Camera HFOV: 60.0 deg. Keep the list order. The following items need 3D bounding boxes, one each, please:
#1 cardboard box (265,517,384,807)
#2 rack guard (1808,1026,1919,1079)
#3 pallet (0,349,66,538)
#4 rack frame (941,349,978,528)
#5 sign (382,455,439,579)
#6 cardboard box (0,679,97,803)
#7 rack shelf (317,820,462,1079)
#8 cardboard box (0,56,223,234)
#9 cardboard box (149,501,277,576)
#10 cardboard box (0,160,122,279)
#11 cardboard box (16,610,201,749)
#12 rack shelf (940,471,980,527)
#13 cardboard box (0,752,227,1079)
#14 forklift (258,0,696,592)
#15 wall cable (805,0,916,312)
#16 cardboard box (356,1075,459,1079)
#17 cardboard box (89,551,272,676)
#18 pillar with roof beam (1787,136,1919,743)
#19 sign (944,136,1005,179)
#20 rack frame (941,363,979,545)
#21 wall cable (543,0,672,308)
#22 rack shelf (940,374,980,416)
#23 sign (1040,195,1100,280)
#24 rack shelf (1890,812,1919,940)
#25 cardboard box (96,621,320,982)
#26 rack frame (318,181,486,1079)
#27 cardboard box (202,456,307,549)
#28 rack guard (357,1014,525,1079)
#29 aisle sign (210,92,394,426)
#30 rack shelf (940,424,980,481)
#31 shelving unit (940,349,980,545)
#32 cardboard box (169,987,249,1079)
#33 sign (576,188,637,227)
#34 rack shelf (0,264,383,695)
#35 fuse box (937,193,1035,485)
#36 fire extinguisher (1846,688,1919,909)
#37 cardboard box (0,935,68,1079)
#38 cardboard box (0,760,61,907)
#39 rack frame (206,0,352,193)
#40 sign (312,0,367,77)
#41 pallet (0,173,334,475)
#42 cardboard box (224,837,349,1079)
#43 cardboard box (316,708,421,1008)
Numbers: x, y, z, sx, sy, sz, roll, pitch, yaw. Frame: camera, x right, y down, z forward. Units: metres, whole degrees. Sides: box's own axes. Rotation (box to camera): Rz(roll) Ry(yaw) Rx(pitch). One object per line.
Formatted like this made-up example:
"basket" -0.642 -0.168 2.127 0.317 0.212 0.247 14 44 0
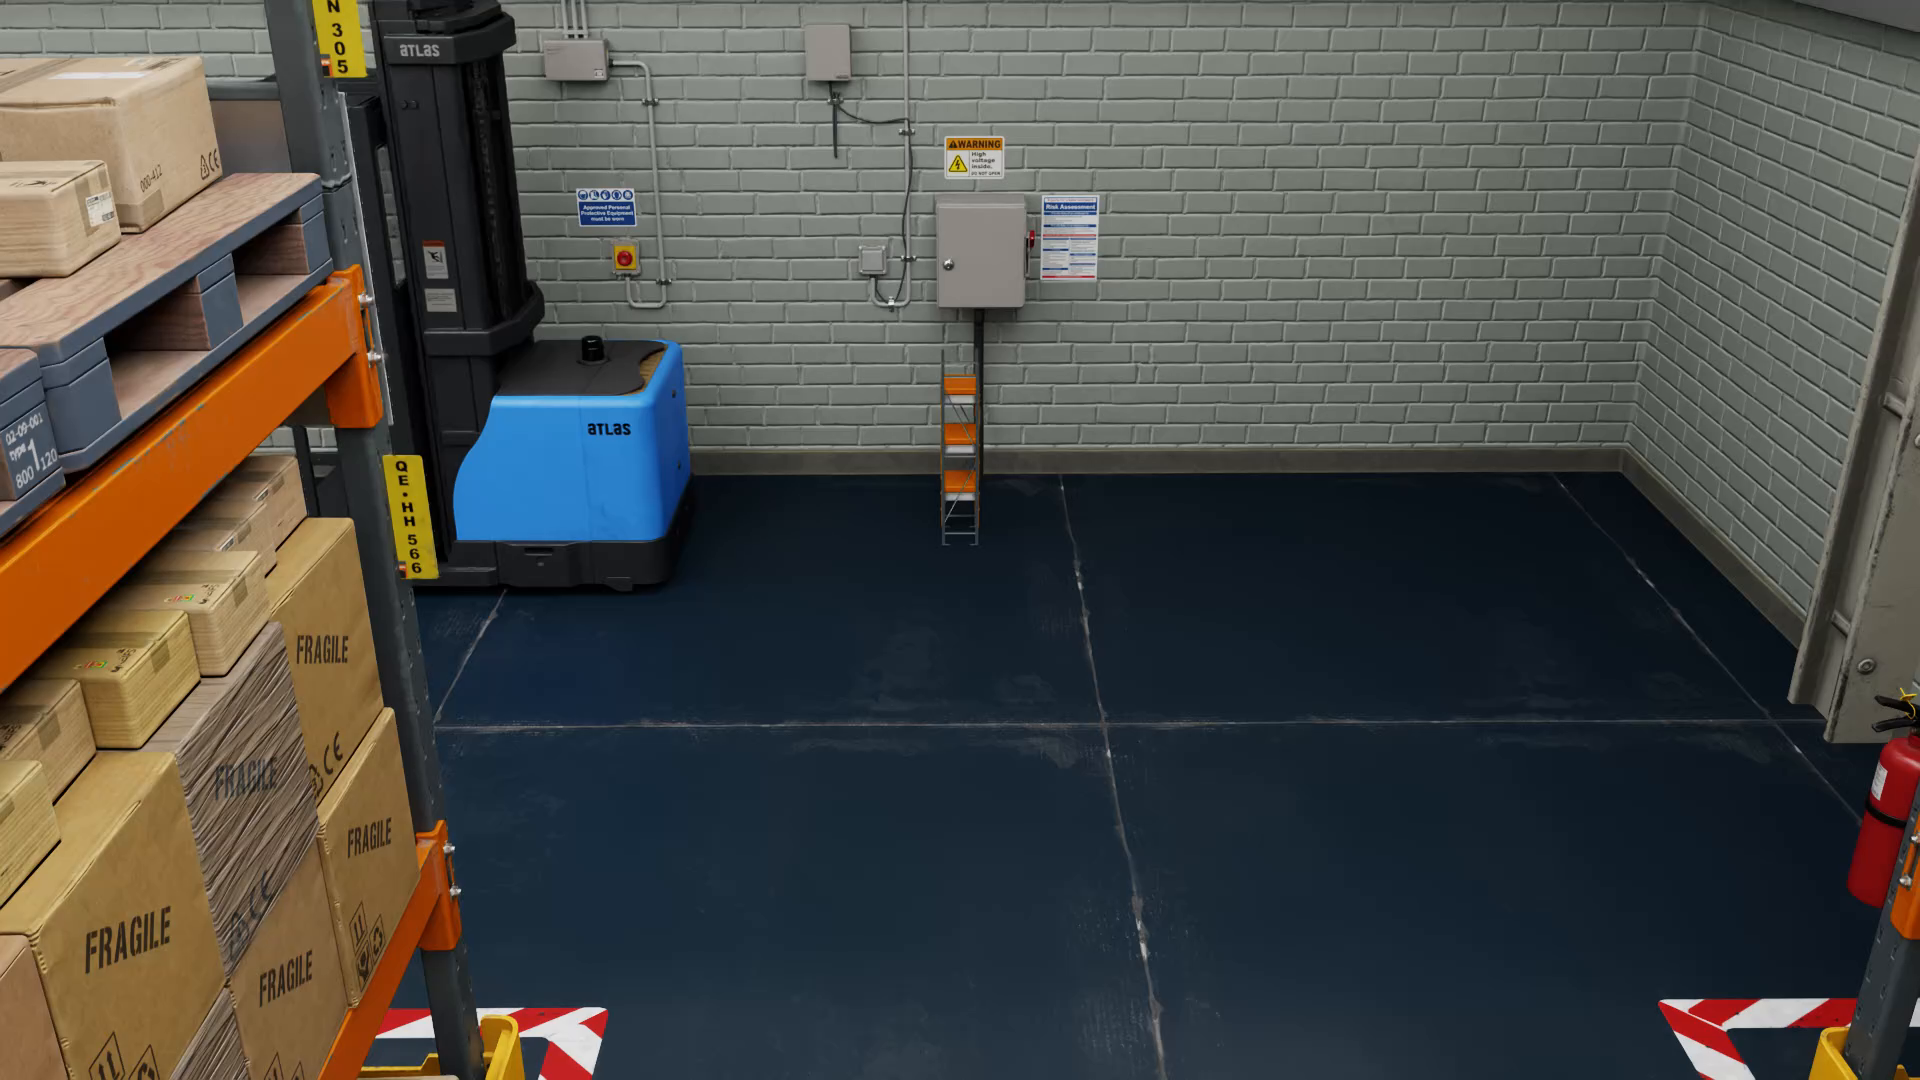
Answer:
"cardboard box" -1.635 0.275 3.667 0.500 0.500 0.500 1 24 1
"rack guard" 3.086 1.725 4.829 1.175 0.500 0.348 0 24 -1
"pallet" -1.844 0.062 1.941 1.003 0.211 1.213 0 24 -1
"rack frame" -0.002 -0.551 9.194 0.200 1.050 0.008 0 24 -1
"sign" -1.336 -0.054 4.036 0.100 0.325 0.005 0 24 -1
"cardboard box" -1.667 0.351 2.711 0.380 0.149 0.250 0 24 -1
"rack shelf" -1.857 1.731 2.657 1.077 0.370 4.000 0 24 -1
"cardboard box" -1.784 -0.772 3.227 0.500 0.250 0.500 -2 24 -5
"cardboard box" -1.648 0.033 3.414 0.380 0.149 0.250 0 24 0
"cardboard box" -1.699 -0.553 2.867 0.380 0.149 0.250 -2 24 -5
"cardboard box" -1.599 0.243 2.950 0.380 0.149 0.250 0 24 1
"rack shelf" -0.001 -0.238 9.201 0.215 0.259 0.240 0 24 -1
"cardboard box" -1.598 0.694 2.741 0.500 0.500 0.500 0 24 -1
"forklift" -3.016 -1.262 8.483 3.031 2.935 1.130 0 24 0
"wall cable" -0.545 -2.219 9.283 0.588 1.984 0.122 0 24 -1
"cardboard box" -1.771 1.826 4.172 0.875 0.438 0.875 -1 24 -2
"cardboard box" -1.561 0.139 3.180 0.380 0.149 0.250 0 24 -1
"pillar with roof beam" -0.348 -3.274 5.570 9.100 9.000 0.400 0 24 -1
"sign" 0.081 -2.155 9.374 0.339 0.242 0.001 0 24 -1
"rack frame" 0.001 -0.450 8.971 0.200 1.050 0.008 0 24 -1
"wall cable" -1.964 -2.222 9.252 0.585 1.953 0.123 0 24 -1
"rack shelf" -0.001 -0.749 8.970 0.215 0.259 0.240 0 24 -1
"sign" 0.630 -1.738 9.569 0.329 0.494 0.001 0 24 -1
"rack shelf" 3.107 1.707 2.709 1.077 0.370 4.000 0 24 -1
"cardboard box" -1.600 0.490 3.191 0.500 0.500 0.500 0 24 0
"rack frame" -1.879 0.579 4.331 1.000 3.000 0.127 0 24 -1
"cardboard box" -1.674 -0.071 3.645 0.380 0.149 0.250 0 24 0
"rack guard" -1.879 1.708 4.868 1.175 0.500 0.348 0 24 -1
"aisle sign" -1.569 -0.637 3.863 0.394 0.787 0.004 0 24 -1
"rack shelf" -0.001 -0.491 9.087 0.215 0.259 0.240 0 24 -1
"shelving unit" -0.001 -0.500 9.082 0.215 1.050 0.252 0 24 -1
"cardboard box" -1.603 1.149 2.947 0.500 0.500 0.500 0 24 1
"sign" -2.012 -1.893 9.467 0.327 0.218 0.001 0 24 -1
"rack shelf" -1.857 0.364 2.038 1.077 0.370 4.000 0 24 -1
"fuse box" 0.139 -1.107 9.621 0.539 1.711 0.414 0 24 -1
"fire extinguisher" 2.621 0.701 4.606 0.296 0.674 0.183 0 24 -1
"cardboard box" -1.594 0.901 2.282 0.500 0.500 0.500 0 24 -1
"cardboard box" -1.606 0.455 2.483 0.380 0.149 0.250 0 24 1
"rack frame" -1.879 -2.155 3.094 1.000 3.000 0.127 0 24 -1
"sign" -1.336 -1.152 3.539 0.100 0.325 0.005 0 24 -1
"pallet" -1.860 -0.442 3.055 1.003 0.211 1.213 0 24 -1
"cardboard box" -1.618 0.938 3.416 0.500 0.500 0.500 -1 24 -2
"cardboard box" -1.609 0.731 3.873 0.500 0.500 0.500 0 24 0
